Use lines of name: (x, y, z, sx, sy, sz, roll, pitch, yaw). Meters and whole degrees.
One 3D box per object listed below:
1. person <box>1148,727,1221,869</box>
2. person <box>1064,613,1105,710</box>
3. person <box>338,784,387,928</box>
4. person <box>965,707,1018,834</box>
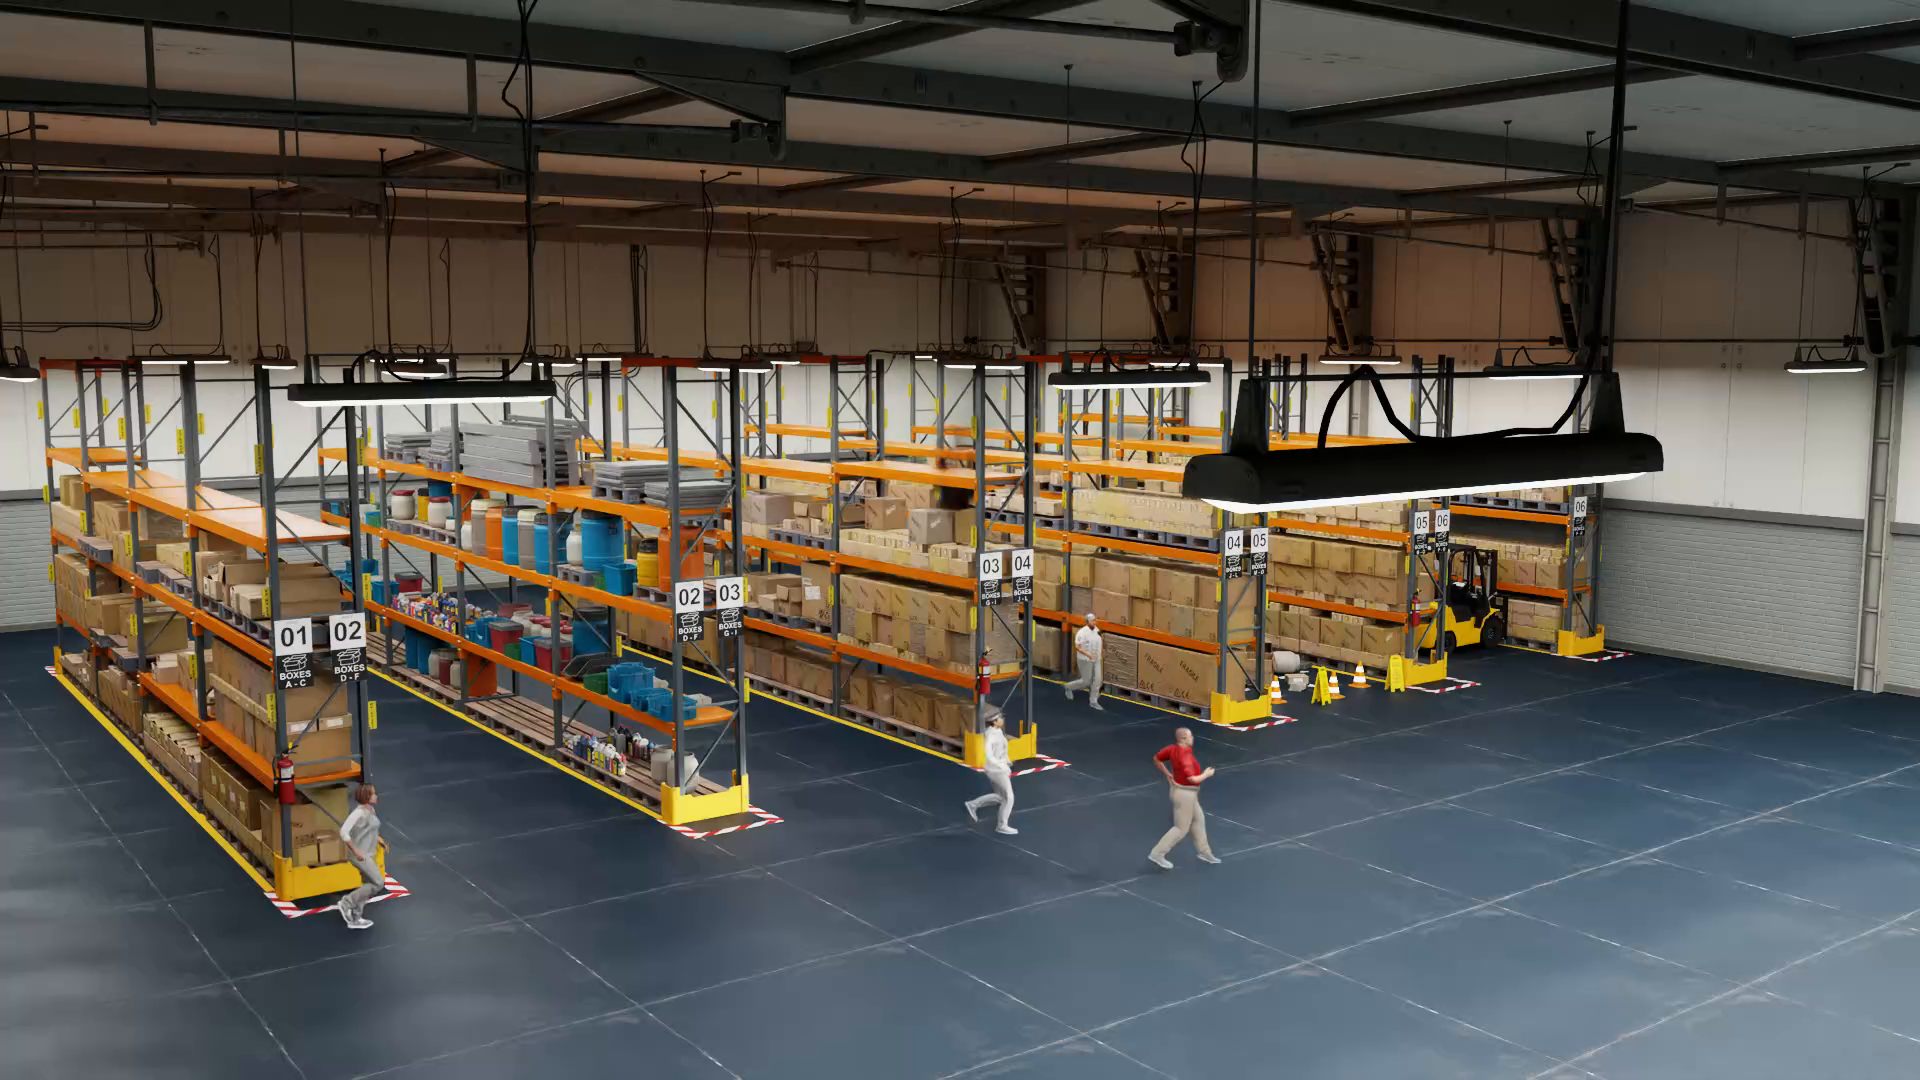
person: (2.705, 3.091, 19.919, 0.977, 1.740, 0.669, -1, 7, -10)
person: (2.210, 2.080, 28.816, 0.612, 1.660, 0.740, -6, 9, -41)
person: (-6.458, 3.420, 17.978, 0.492, 1.539, 0.576, -1, 7, -5)
person: (0.409, 2.966, 21.333, 0.677, 1.673, 0.618, -1, 7, -5)
